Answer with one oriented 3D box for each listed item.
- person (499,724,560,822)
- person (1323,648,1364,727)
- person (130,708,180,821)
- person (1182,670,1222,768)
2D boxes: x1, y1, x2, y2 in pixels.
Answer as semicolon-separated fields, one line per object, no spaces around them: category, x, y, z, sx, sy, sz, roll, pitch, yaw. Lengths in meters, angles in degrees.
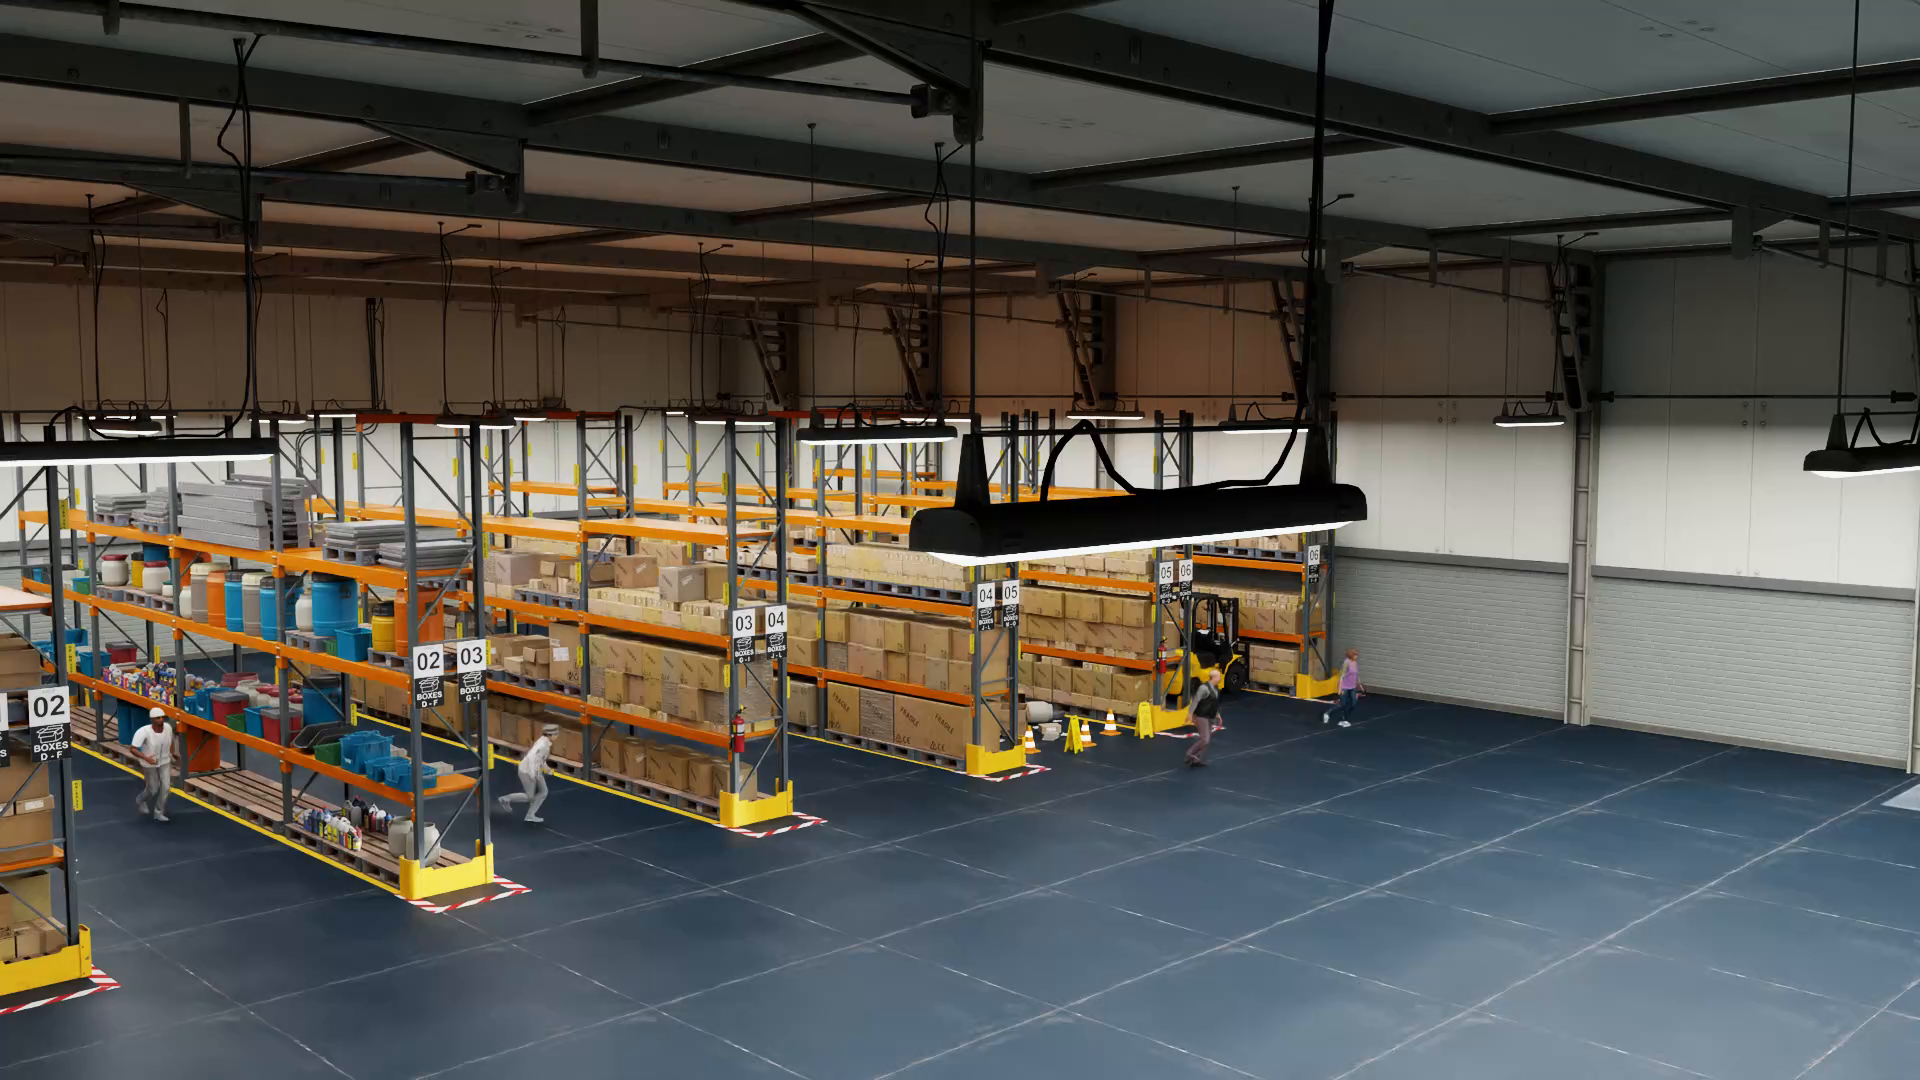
person;-6.394;3.472;24.673;0.952;1.470;0.625;0;5;3
person;7.317;2.810;31.793;0.631;1.526;0.607;-5;7;-44
person;-12.045;3.334;24.812;0.766;1.713;0.697;4;6;38
person;4.137;3.039;28.333;0.538;1.686;0.692;4;6;36
